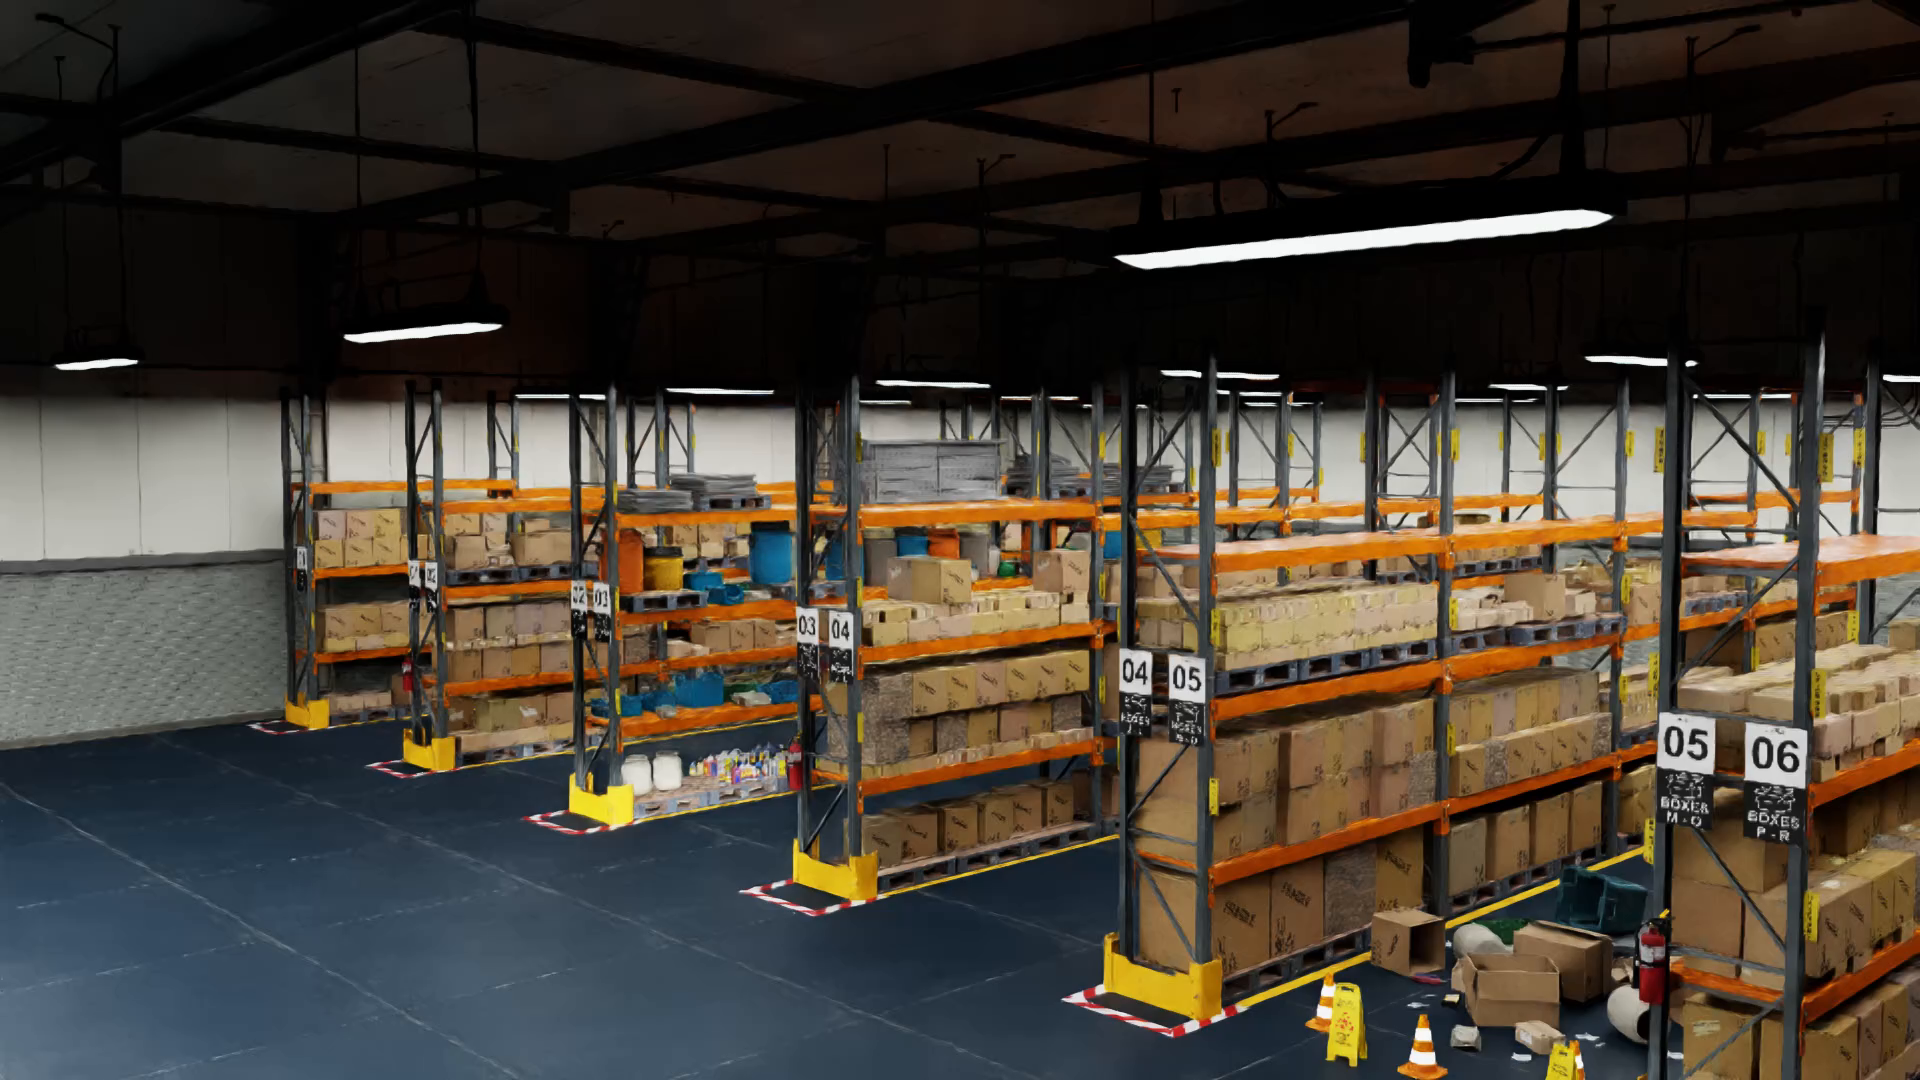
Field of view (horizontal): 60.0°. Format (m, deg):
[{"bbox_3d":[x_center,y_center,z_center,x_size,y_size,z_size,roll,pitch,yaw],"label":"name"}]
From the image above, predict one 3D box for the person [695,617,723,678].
[{"bbox_3d":[-4.849,2.241,31.981,1.035,1.704,0.577,-4,5,-44],"label":"person"}]
